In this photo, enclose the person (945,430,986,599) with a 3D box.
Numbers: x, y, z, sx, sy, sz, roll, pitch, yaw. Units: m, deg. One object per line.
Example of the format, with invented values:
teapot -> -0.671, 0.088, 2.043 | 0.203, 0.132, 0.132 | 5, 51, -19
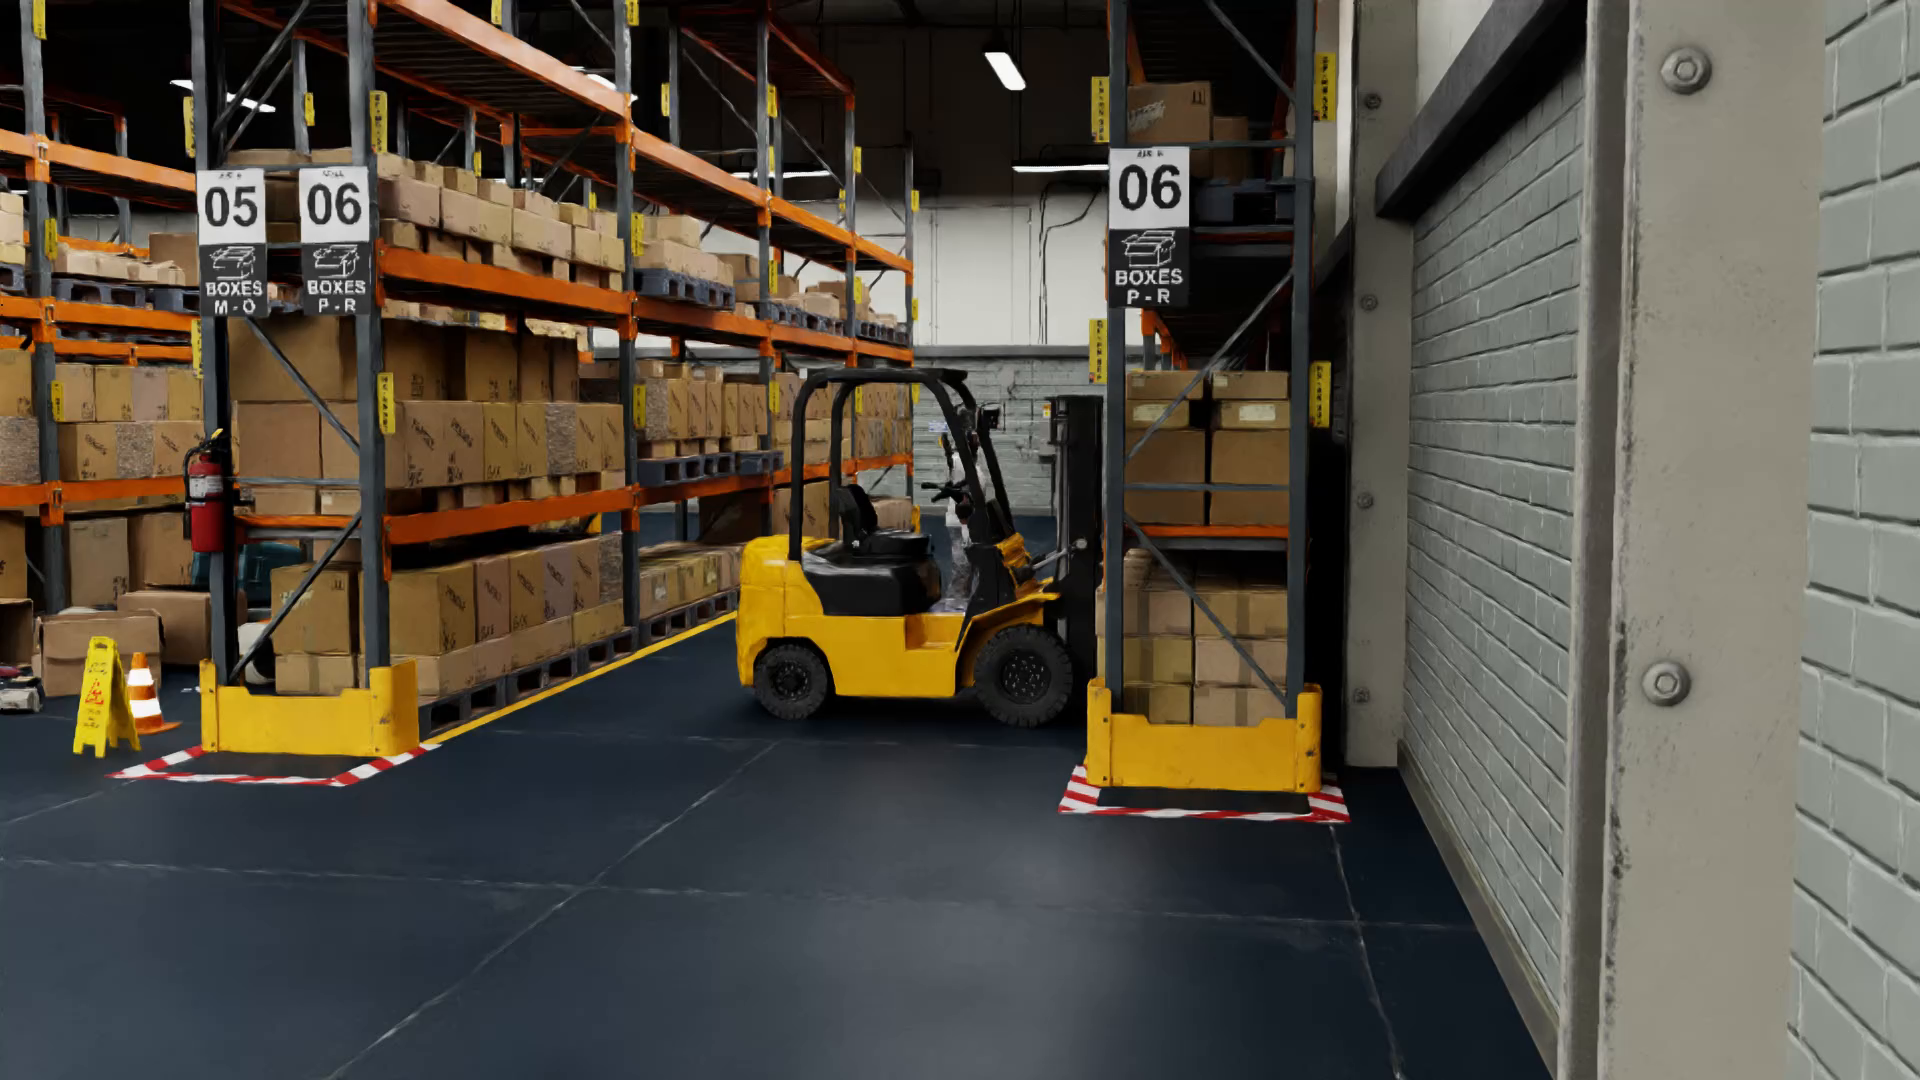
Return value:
person -> 0.064, -0.105, 13.923 | 0.391, 1.791, 0.632 | 0, 4, 4
